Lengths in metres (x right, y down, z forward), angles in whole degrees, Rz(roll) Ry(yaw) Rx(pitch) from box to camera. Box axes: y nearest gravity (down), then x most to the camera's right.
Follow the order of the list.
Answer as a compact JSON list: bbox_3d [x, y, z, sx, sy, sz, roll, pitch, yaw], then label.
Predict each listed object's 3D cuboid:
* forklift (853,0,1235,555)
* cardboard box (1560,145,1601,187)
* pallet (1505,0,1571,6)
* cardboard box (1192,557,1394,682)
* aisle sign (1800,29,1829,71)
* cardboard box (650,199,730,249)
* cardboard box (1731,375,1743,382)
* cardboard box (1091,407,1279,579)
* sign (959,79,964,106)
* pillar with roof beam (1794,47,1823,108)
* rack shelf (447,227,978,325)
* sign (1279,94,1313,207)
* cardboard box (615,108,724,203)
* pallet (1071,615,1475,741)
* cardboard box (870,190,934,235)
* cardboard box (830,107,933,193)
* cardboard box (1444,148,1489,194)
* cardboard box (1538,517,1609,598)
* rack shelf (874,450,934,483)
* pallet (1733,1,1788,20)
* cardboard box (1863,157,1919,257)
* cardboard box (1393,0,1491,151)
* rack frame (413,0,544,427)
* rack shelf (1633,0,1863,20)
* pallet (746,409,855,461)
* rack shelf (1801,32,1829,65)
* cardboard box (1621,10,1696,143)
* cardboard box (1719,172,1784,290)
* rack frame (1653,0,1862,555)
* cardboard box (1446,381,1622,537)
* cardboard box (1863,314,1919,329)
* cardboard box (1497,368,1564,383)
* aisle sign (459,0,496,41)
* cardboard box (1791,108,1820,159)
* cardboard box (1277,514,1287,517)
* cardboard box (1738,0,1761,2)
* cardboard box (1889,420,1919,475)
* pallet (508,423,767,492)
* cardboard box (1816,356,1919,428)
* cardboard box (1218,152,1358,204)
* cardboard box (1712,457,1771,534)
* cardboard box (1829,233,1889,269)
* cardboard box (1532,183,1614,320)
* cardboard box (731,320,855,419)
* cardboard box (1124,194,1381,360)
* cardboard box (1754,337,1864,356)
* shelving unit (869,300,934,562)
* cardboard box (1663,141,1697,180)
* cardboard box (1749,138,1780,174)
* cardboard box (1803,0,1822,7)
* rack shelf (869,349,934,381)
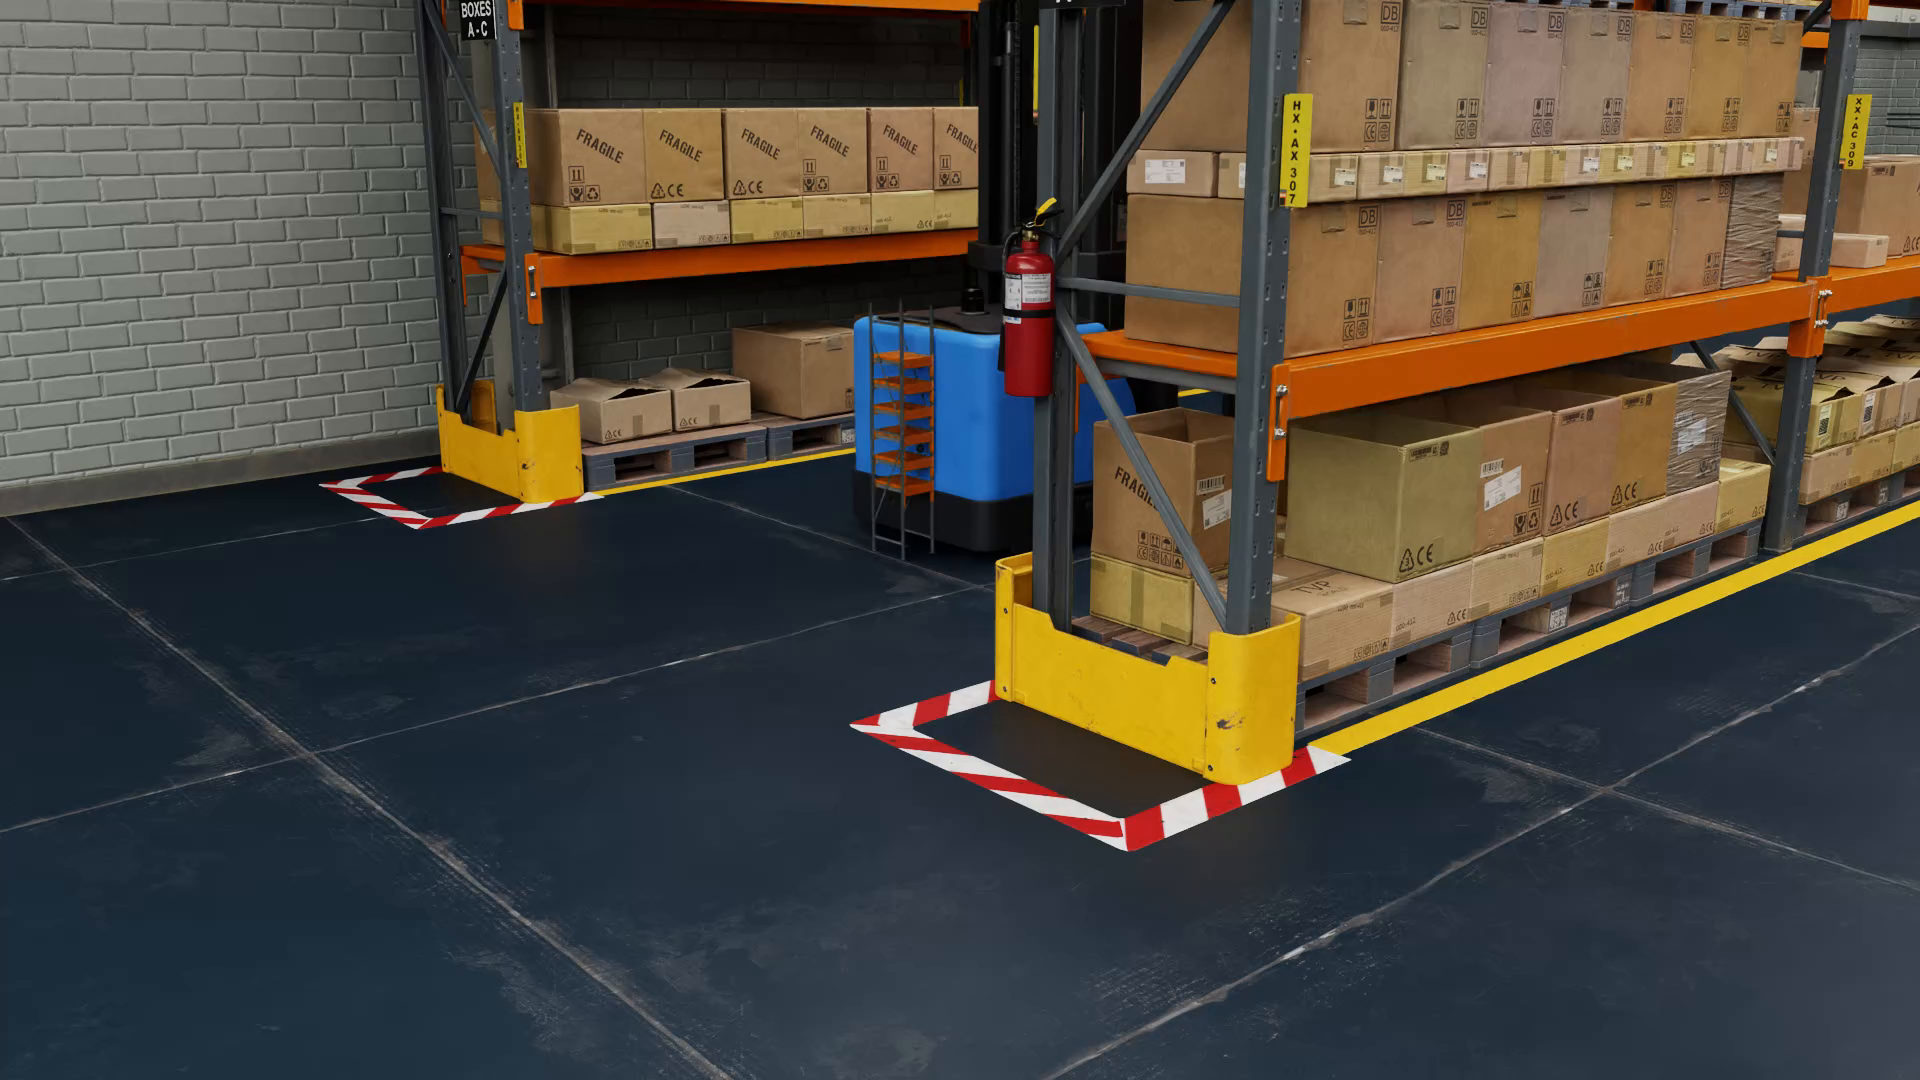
[{"bbox_3d":[0.889,-1.641,8.714,3.031,2.935,1.130,-13,20,-40],"label":"forklift"},{"bbox_3d":[2.231,-1.451,6.420,0.250,0.149,0.380,-12,19,-39],"label":"cardboard box"},{"bbox_3d":[4.707,-4.791,14.928,1.213,0.211,1.003,-12,19,-37],"label":"pallet"},{"bbox_3d":[1.184,0.273,5.929,0.500,0.250,0.500,-13,19,-39],"label":"cardboard box"},{"bbox_3d":[9.700,-5.689,18.698,0.004,0.787,0.394,-13,19,-39],"label":"aisle sign"},{"bbox_3d":[-1.662,-1.817,9.493,0.500,0.250,0.500,-13,20,-41],"label":"cardboard box"},{"bbox_3d":[3.769,-0.752,8.682,0.500,0.311,0.500,-13,19,-39],"label":"cardboard box"},{"bbox_3d":[0.843,-0.190,6.212,0.500,0.500,0.500,-13,19,-39],"label":"cardboard box"},{"bbox_3d":[0.030,-3.113,11.849,0.005,0.325,0.100,-13,19,-39],"label":"sign"},{"bbox_3d":[13.744,-7.165,17.637,0.400,9.000,9.100,-13,19,-39],"label":"pillar with roof beam"},{"bbox_3d":[-1.112,-1.760,10.420,4.000,0.370,1.077,-13,19,-39],"label":"rack shelf"},{"bbox_3d":[0.993,-1.152,4.921,0.005,0.325,0.100,-13,19,-39],"label":"sign"},{"bbox_3d":[-1.684,-2.172,9.369,0.500,0.500,0.500,-13,19,-39],"label":"cardboard box"},{"bbox_3d":[1.183,0.405,6.326,1.213,0.211,1.003,-13,19,-39],"label":"pallet"},{"bbox_3d":[-0.512,-2.073,10.451,0.500,0.250,0.500,-13,20,-40],"label":"cardboard box"},{"bbox_3d":[-0.517,-2.437,10.358,0.500,0.500,0.500,-13,20,-41],"label":"cardboard box"},{"bbox_3d":[1.649,-1.321,5.931,0.250,0.149,0.380,-13,20,-40],"label":"cardboard box"},{"bbox_3d":[2.317,0.019,6.880,0.500,0.250,0.500,-13,19,-39],"label":"cardboard box"},{"bbox_3d":[-0.274,-0.356,7.896,0.180,0.103,0.258,-13,20,-40],"label":"rack shelf"},{"bbox_3d":[7.976,-5.550,17.575,1.213,0.211,1.003,-13,19,-39],"label":"pallet"},{"bbox_3d":[5.017,-1.832,9.102,0.500,0.500,0.500,-13,19,-39],"label":"cardboard box"},{"bbox_3d":[1.427,-1.656,5.928,0.500,0.500,0.700,-13,20,-41],"label":"cardboard box"},{"bbox_3d":[-2.621,-1.769,9.059,0.127,3.000,1.000,-13,19,-39],"label":"rack frame"},{"bbox_3d":[2.142,-2.245,6.425,4.000,0.370,1.077,-13,19,-39],"label":"rack shelf"},{"bbox_3d":[-1.008,-0.771,10.726,1.213,0.211,1.003,-13,19,-39],"label":"pallet"},{"bbox_3d":[7.940,-5.242,17.643,4.000,0.370,1.077,-13,19,-39],"label":"rack shelf"},{"bbox_3d":[2.562,-1.911,6.883,0.500,0.500,0.700,-13,20,-39],"label":"cardboard box"},{"bbox_3d":[3.321,-1.454,7.689,0.500,0.500,0.700,-13,20,-41],"label":"cardboard box"},{"bbox_3d":[3.651,-1.483,7.988,0.127,3.000,1.000,-13,19,-39],"label":"rack frame"},{"bbox_3d":[2.318,-0.343,6.782,0.500,0.500,0.500,-13,19,-39],"label":"cardboard box"},{"bbox_3d":[6.081,-1.274,10.635,0.500,0.311,0.500,-12,19,-38],"label":"cardboard box"},{"bbox_3d":[2.342,-0.532,7.491,0.500,0.500,0.500,-13,19,-39],"label":"cardboard box"},{"bbox_3d":[-2.478,-2.954,8.459,0.004,0.787,0.394,-13,19,-39],"label":"aisle sign"},{"bbox_3d":[9.071,-4.536,18.837,0.700,0.700,0.980,-12,19,-37],"label":"cardboard box"},{"bbox_3d":[1.590,0.000,6.951,0.500,0.250,0.500,-13,19,-39],"label":"cardboard box"},{"bbox_3d":[7.902,-5.667,17.124,0.500,0.250,0.500,-13,20,-41],"label":"cardboard box"},{"bbox_3d":[4.894,-0.552,9.017,0.500,0.250,0.500,-13,20,-41],"label":"cardboard box"},{"bbox_3d":[-1.928,-0.565,9.956,1.213,0.211,1.003,-13,19,-39],"label":"pallet"},{"bbox_3d":[4.897,-0.821,8.939,0.500,0.311,0.500,-14,20,-41],"label":"cardboard box"},{"bbox_3d":[1.071,-1.191,5.446,0.250,0.149,0.380,-13,20,-40],"label":"cardboard box"},{"bbox_3d":[3.445,-0.236,7.835,0.500,0.250,0.500,-13,19,-39],"label":"cardboard box"},{"bbox_3d":[4.454,-1.471,8.433,0.250,0.149,0.380,-13,19,-39],"label":"cardboard box"},{"bbox_3d":[2.160,-1.193,6.709,0.500,0.500,0.700,-12,19,-38],"label":"cardboard box"},{"bbox_3d":[-1.024,-1.084,10.488,0.500,0.500,0.700,-14,21,-43],"label":"cardboard box"},{"bbox_3d":[0.994,-0.930,5.725,0.500,0.500,0.700,-13,19,-39],"label":"cardboard box"},{"bbox_3d":[4.916,-1.010,9.647,0.500,0.311,0.500,-13,20,-40],"label":"cardboard box"},{"bbox_3d":[-0.274,-0.515,7.854,0.189,1.200,0.258,-13,20,-40],"label":"shelving unit"},{"bbox_3d":[2.818,-1.584,6.918,0.250,0.149,0.380,-13,20,-40],"label":"cardboard box"},{"bbox_3d":[3.399,-1.715,7.407,0.250,0.149,0.380,-13,20,-41],"label":"cardboard box"},{"bbox_3d":[9.071,-5.931,18.113,0.500,0.250,0.500,-12,19,-38],"label":"cardboard box"},{"bbox_3d":[-0.274,-0.820,7.773,0.180,0.103,0.258,-13,20,-40],"label":"rack shelf"}]
